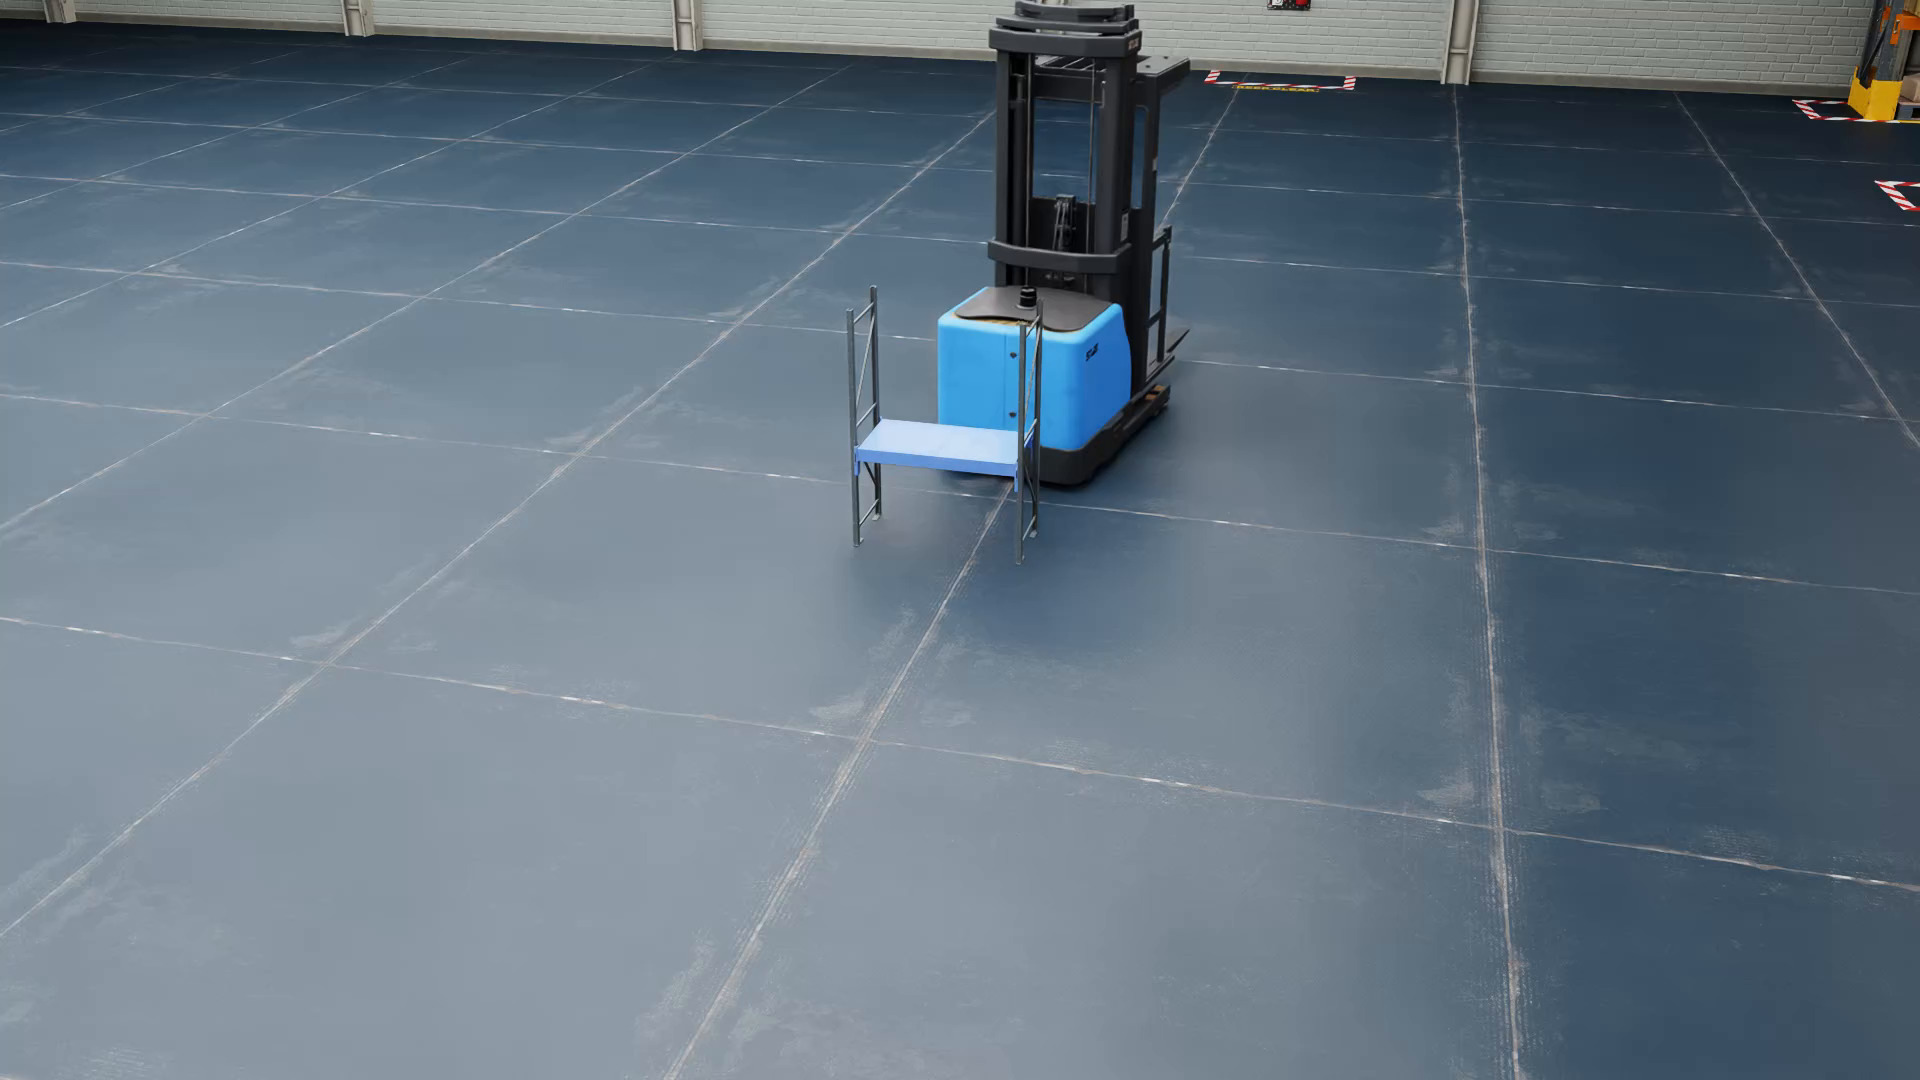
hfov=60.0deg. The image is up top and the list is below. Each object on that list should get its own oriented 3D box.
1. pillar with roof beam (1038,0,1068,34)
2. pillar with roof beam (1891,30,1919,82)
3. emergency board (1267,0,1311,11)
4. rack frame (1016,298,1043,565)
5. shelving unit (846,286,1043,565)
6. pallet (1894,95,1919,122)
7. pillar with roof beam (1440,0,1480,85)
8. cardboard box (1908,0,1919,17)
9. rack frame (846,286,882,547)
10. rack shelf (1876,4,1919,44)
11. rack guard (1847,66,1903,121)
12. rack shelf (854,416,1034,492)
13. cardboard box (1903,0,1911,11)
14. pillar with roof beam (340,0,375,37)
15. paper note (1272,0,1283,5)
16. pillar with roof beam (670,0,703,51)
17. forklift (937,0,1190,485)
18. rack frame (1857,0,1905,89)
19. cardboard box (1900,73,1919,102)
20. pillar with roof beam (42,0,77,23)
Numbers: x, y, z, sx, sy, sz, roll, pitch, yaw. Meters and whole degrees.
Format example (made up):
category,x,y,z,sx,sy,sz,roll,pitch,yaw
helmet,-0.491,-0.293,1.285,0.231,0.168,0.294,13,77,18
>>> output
category,x,y,z,sx,sy,sz,roll,pitch,yaw
pillar with roof beam,0.340,-9.596,19.936,0.400,9.000,9.100,6,26,13
pillar with roof beam,11.961,-8.311,17.238,0.400,9.000,9.100,6,26,13
emergency board,4.839,-8.317,24.230,0.643,1.169,0.194,6,26,13
rack frame,0.410,-0.632,9.832,0.032,1.500,0.500,6,26,13
shelving unit,-0.083,-0.686,9.947,1.048,1.500,0.538,6,26,13
pallet,12.992,-5.740,22.062,1.213,0.211,1.003,6,26,13
pillar with roof beam,6.151,-8.953,18.587,0.400,9.000,9.100,6,26,13
cardboard box,12.534,-6.866,21.334,0.500,0.250,0.500,6,26,11
rack frame,-0.575,-0.741,10.061,0.032,1.500,0.500,6,26,13
rack shelf,14.077,-6.570,21.398,4.000,0.370,1.077,6,26,13
rack guard,12.214,-5.973,22.213,0.348,0.500,1.175,6,26,13
rack shelf,-0.083,-0.524,10.024,1.000,0.185,0.538,6,26,13
cardboard box,12.641,-7.081,21.785,0.500,0.250,0.500,7,26,14
pillar with roof beam,-11.282,-10.880,22.635,0.400,9.000,9.100,6,26,13
paper note,4.685,-7.967,24.520,0.142,0.148,0.016,6,26,13
pillar with roof beam,-5.471,-10.238,21.286,0.400,9.000,9.100,6,26,13
forklift,0.905,-2.289,11.649,1.130,2.935,3.031,11,28,22
rack frame,12.140,-7.109,21.693,0.127,3.000,1.000,6,26,13
cardboard box,12.788,-5.982,21.942,0.500,0.311,0.500,3,26,7
pillar with roof beam,-17.093,-11.523,23.984,0.400,9.000,9.100,6,26,13
